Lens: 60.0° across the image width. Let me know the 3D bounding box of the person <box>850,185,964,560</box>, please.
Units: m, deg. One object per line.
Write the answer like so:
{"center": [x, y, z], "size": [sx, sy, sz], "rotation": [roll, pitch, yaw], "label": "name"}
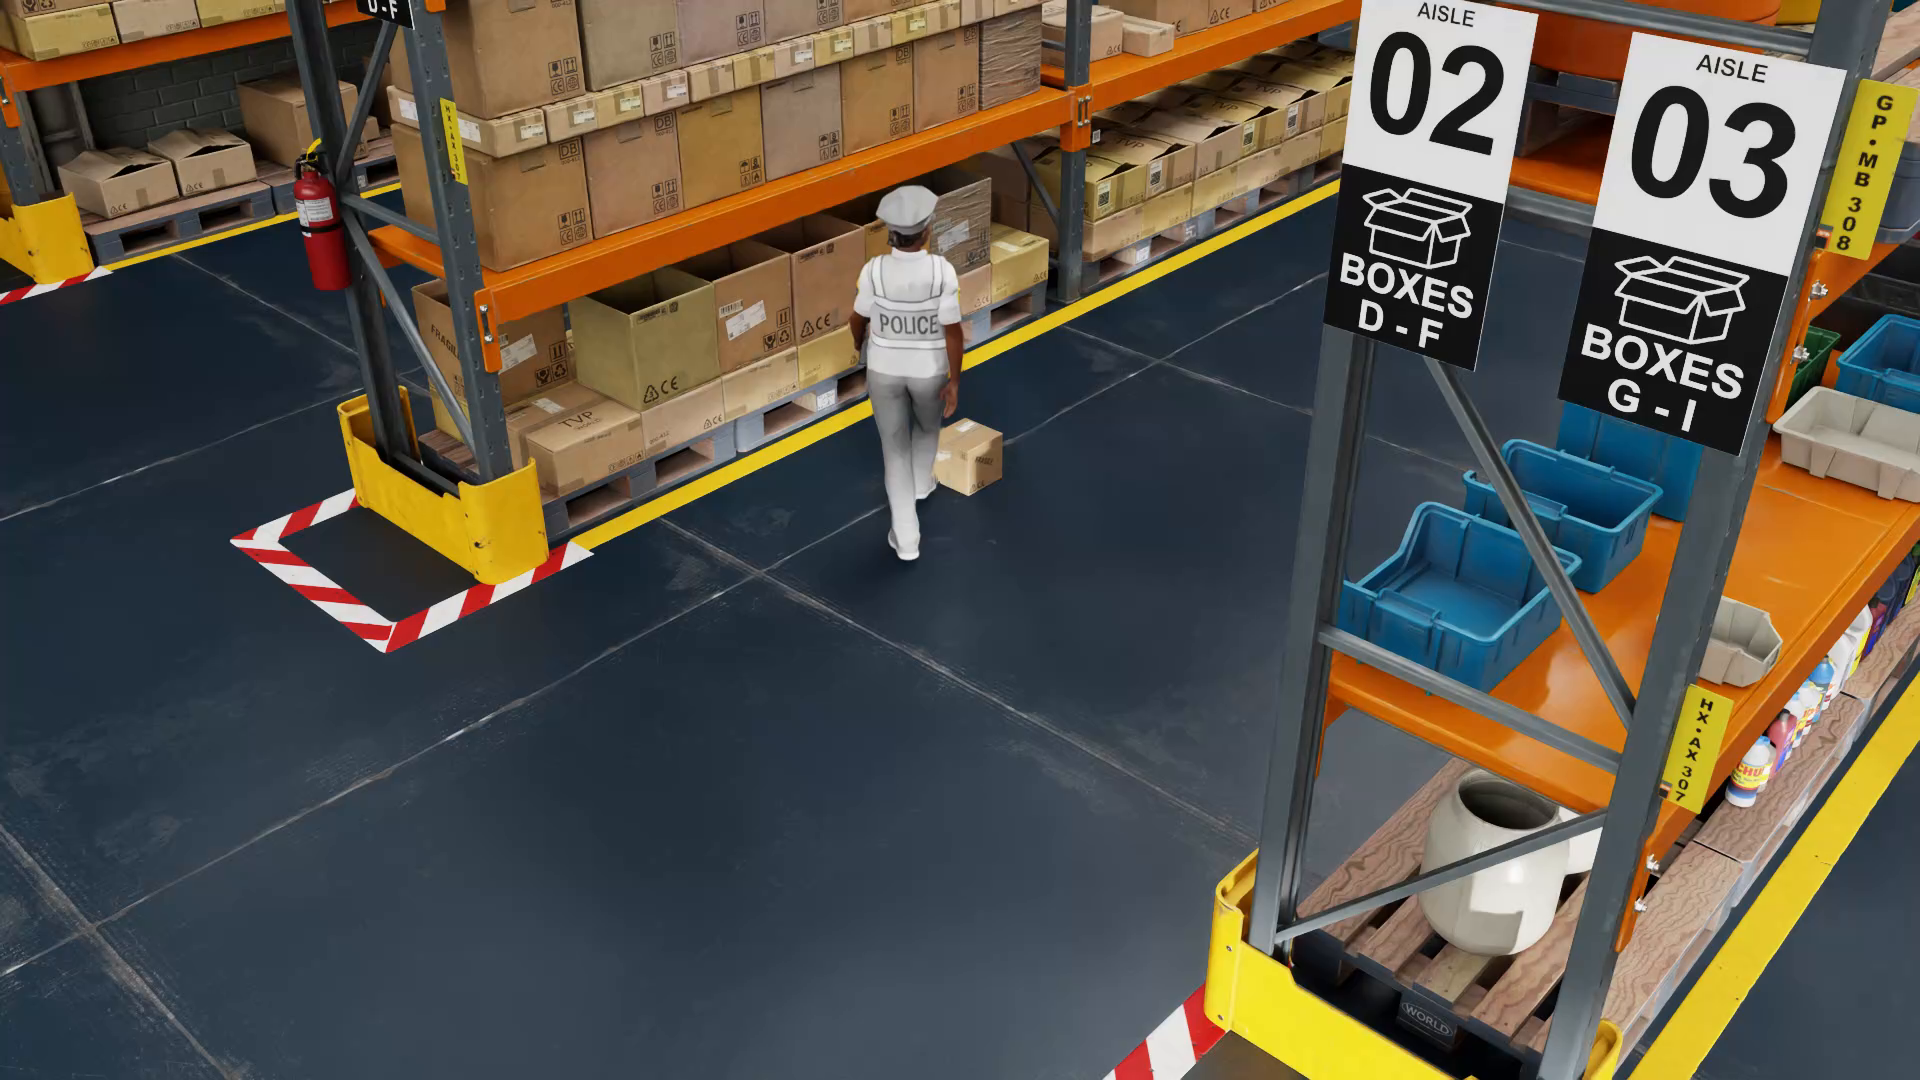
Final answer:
{"center": [-0.244, -0.799, 7.405], "size": [0.481, 1.665, 0.815], "rotation": [-3, 32, -5], "label": "person"}
